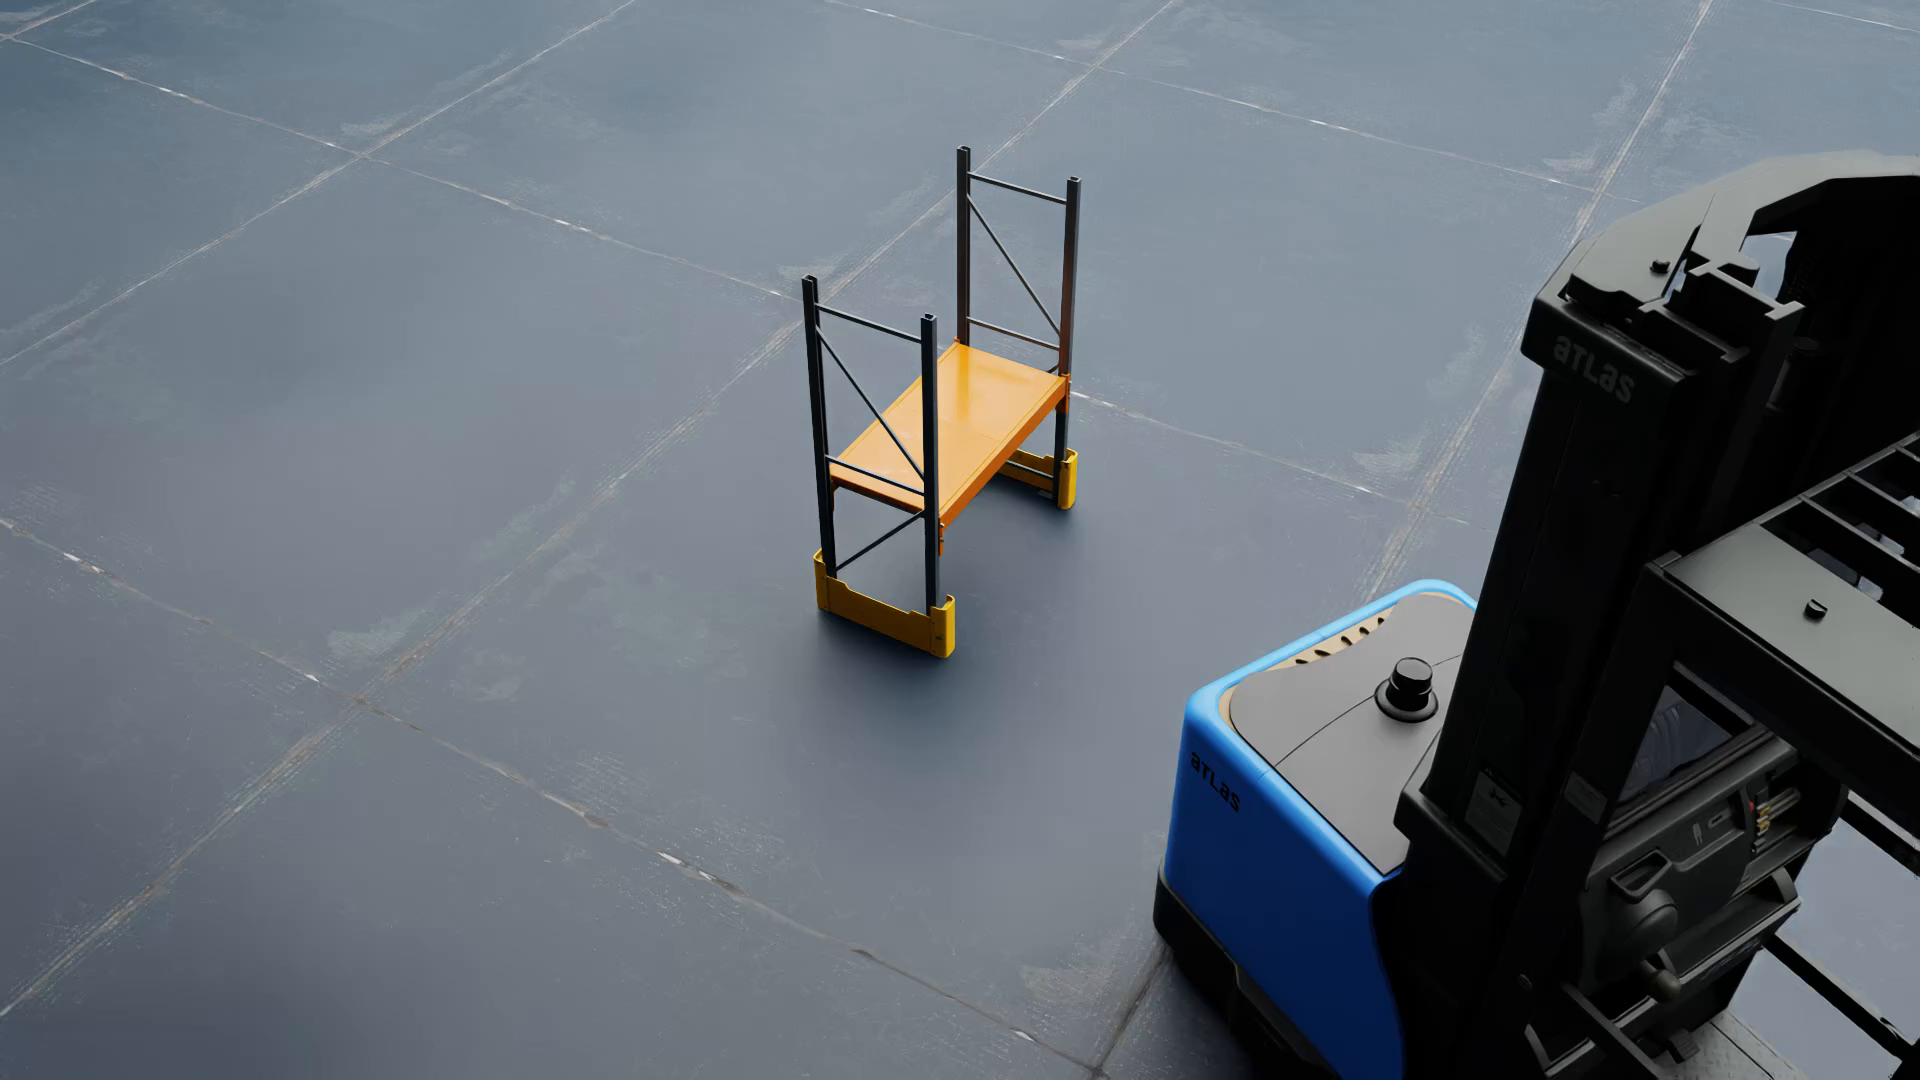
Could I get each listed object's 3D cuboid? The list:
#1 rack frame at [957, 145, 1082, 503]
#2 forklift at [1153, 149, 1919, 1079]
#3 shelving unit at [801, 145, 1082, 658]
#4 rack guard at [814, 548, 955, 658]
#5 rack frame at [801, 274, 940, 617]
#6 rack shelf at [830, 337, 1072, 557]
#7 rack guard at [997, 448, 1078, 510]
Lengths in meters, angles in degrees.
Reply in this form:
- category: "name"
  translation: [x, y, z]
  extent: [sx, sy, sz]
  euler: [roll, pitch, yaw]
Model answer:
- category: "rack frame"
  translation: [0.212, -0.805, 6.529]
  extent: [0.500, 1.500, 0.032]
  euler: [21, 45, 22]
- category: "forklift"
  translation: [1.828, 0.792, 3.632]
  extent: [1.130, 2.935, 3.031]
  euler: [-23, 46, -24]
- category: "shelving unit"
  translation: [-0.038, -0.519, 6.205]
  extent: [0.587, 1.500, 1.083]
  euler: [21, 45, 22]
- category: "rack guard"
  translation: [-0.287, 0.235, 6.294]
  extent: [0.587, 0.250, 0.087]
  euler: [21, 45, 22]
- category: "rack frame"
  translation: [-0.297, -0.223, 5.869]
  extent: [0.500, 1.500, 0.032]
  euler: [21, 45, 22]
- category: "rack shelf"
  translation: [-0.043, -0.379, 6.318]
  extent: [0.538, 0.185, 1.000]
  euler: [21, 45, 22]
- category: "rack guard"
  translation: [0.211, -0.335, 6.941]
  extent: [0.587, 0.250, 0.087]
  euler: [21, 45, 22]
